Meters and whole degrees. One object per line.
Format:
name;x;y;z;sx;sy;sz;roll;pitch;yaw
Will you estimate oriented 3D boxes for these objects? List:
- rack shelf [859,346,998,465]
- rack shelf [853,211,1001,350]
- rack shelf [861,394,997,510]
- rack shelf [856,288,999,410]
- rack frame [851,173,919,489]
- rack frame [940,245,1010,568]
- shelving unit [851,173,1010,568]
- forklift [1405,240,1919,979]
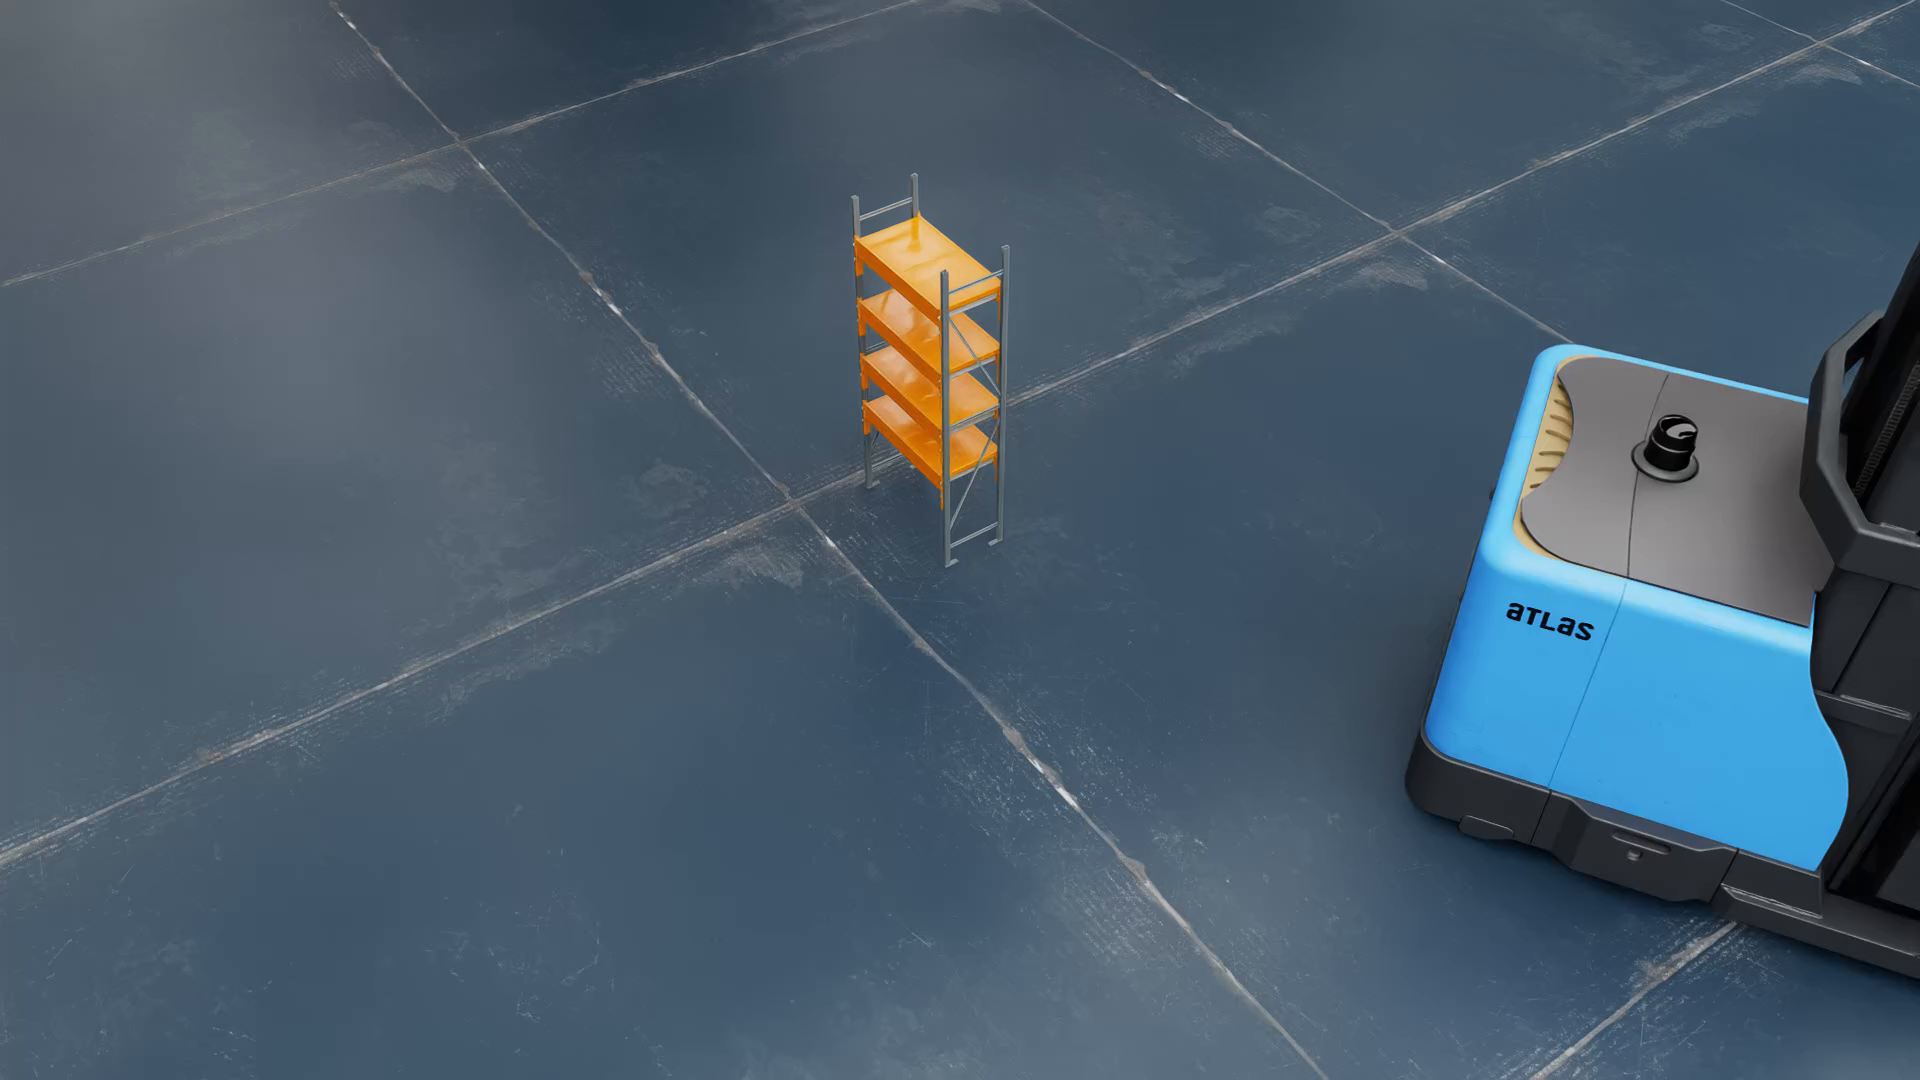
rack shelf;-0.095;-0.479;5.480;0.258;0.148;0.480;-26;49;-24
rack shelf;-0.095;-0.812;5.163;0.258;0.148;0.480;-26;49;-24
rack shelf;-0.095;-0.335;5.617;0.258;0.148;0.480;-26;49;-24
rack shelf;-0.095;-0.641;5.326;0.258;0.148;0.480;-26;49;-24
rack frame;-0.234;-0.666;5.579;0.240;1.200;0.015;-26;49;-24
rack frame;0.045;-0.390;5.289;0.240;1.200;0.015;-26;49;-24
shelving unit;-0.095;-0.528;5.434;0.258;1.200;0.503;-26;49;-24
forklift;2.873;-0.159;3.794;3.031;2.935;1.130;17;46;17
